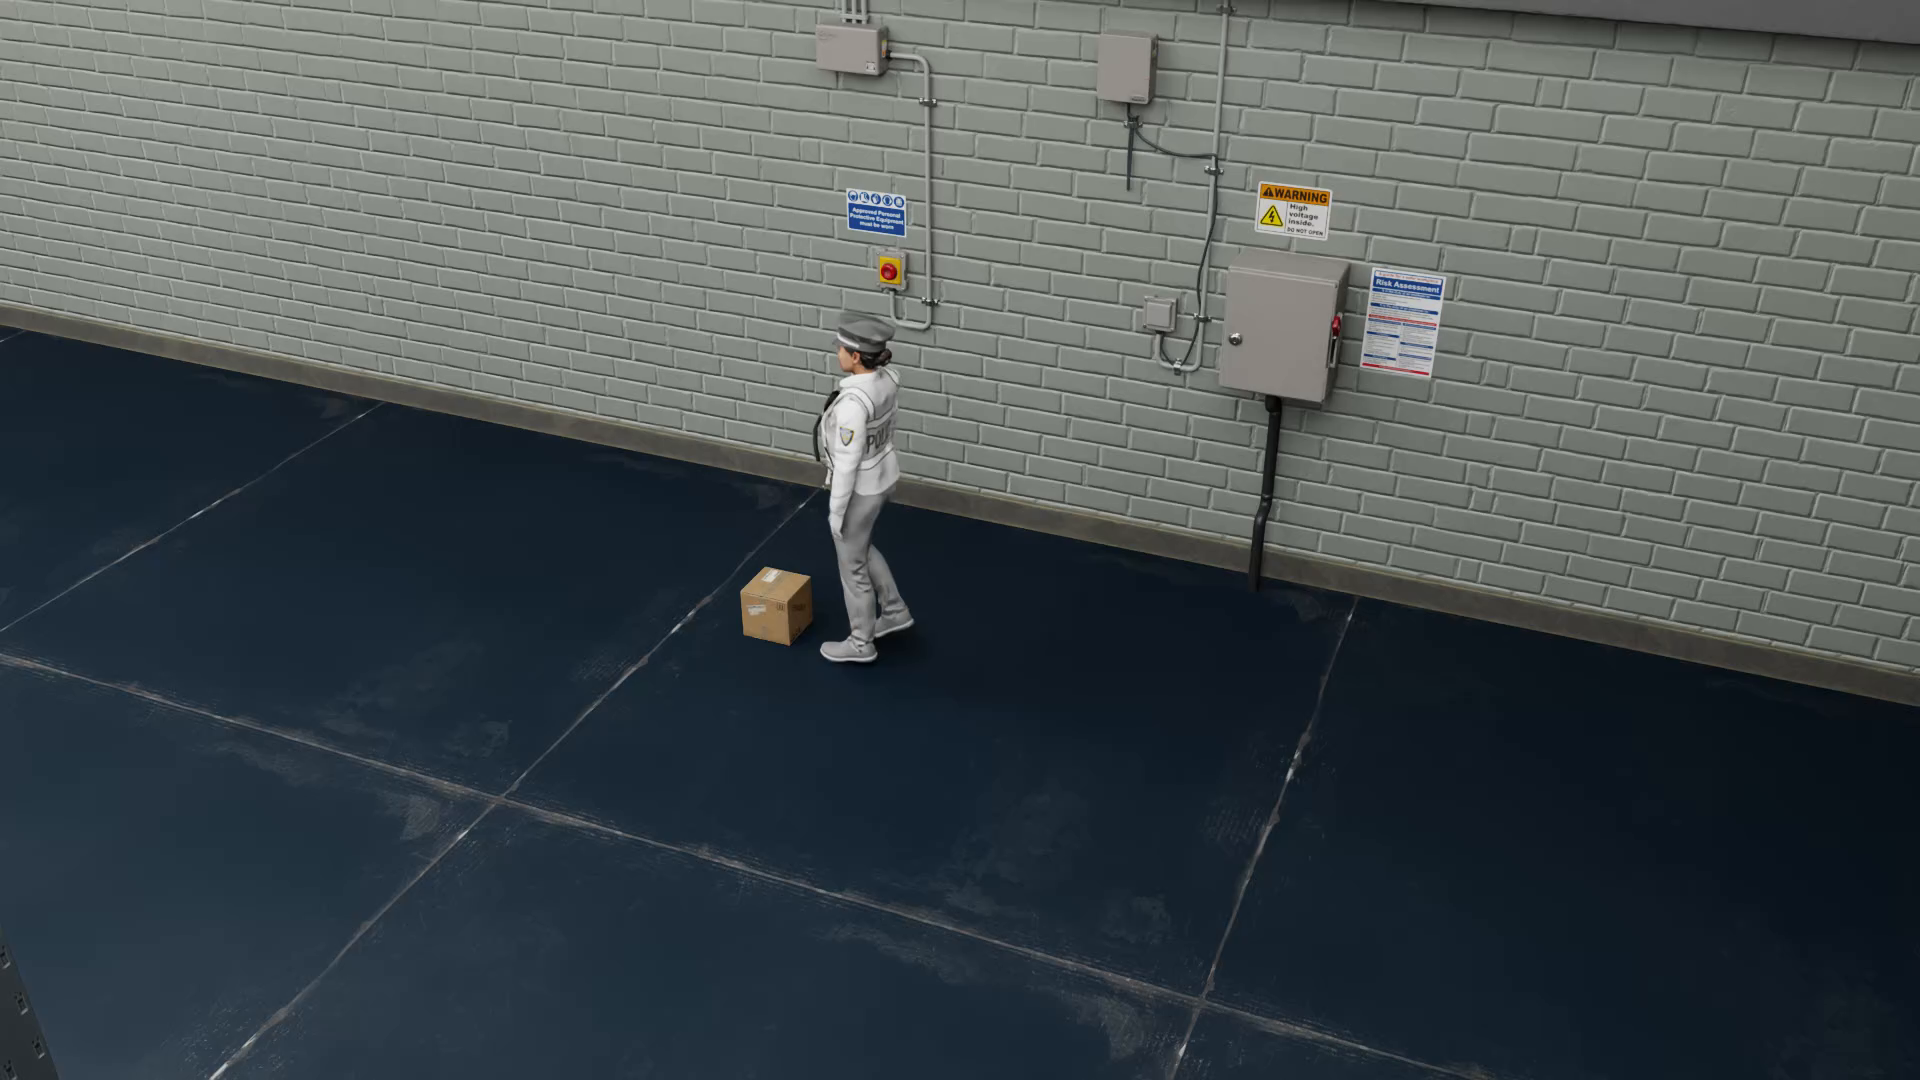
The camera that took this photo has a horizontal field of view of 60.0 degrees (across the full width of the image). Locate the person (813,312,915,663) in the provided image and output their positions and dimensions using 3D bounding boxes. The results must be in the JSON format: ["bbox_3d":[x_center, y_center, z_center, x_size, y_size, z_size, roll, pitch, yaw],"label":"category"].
[{"bbox_3d":[-0.434,-0.212,7.462,0.401,1.689,0.496,12,32,20],"label":"person"}]
